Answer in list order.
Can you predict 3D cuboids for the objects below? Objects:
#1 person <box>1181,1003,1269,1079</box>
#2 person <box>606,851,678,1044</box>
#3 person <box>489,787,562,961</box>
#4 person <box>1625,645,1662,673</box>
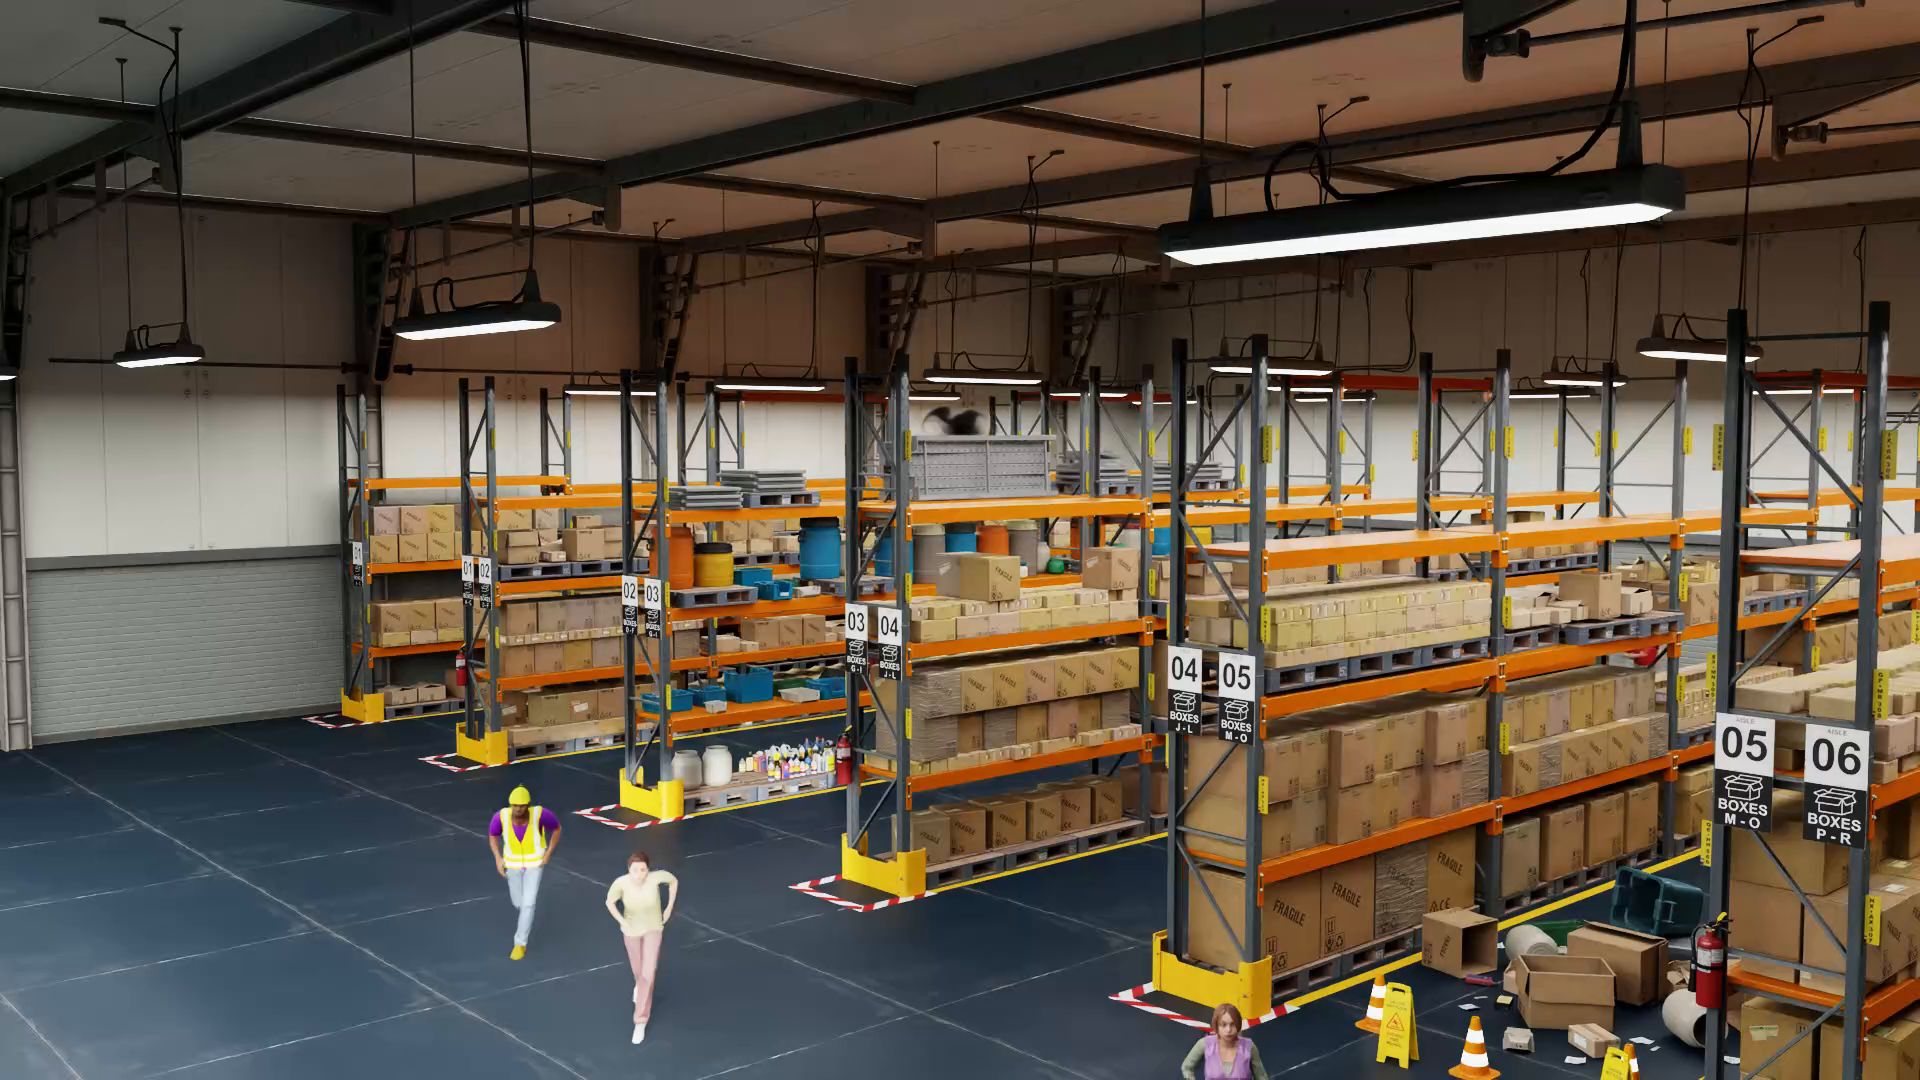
[{"bbox_3d":[1.673,3.728,10.515,0.548,1.492,0.757,0,4,5],"label":"person"},{"bbox_3d":[-2.768,3.434,14.492,0.614,1.626,1.005,-1,4,-12],"label":"person"},{"bbox_3d":[-4.330,3.251,16.600,0.707,1.709,0.975,-1,4,-11],"label":"person"},{"bbox_3d":[12.157,2.366,29.581,0.657,1.769,0.835,1,4,12],"label":"person"}]
